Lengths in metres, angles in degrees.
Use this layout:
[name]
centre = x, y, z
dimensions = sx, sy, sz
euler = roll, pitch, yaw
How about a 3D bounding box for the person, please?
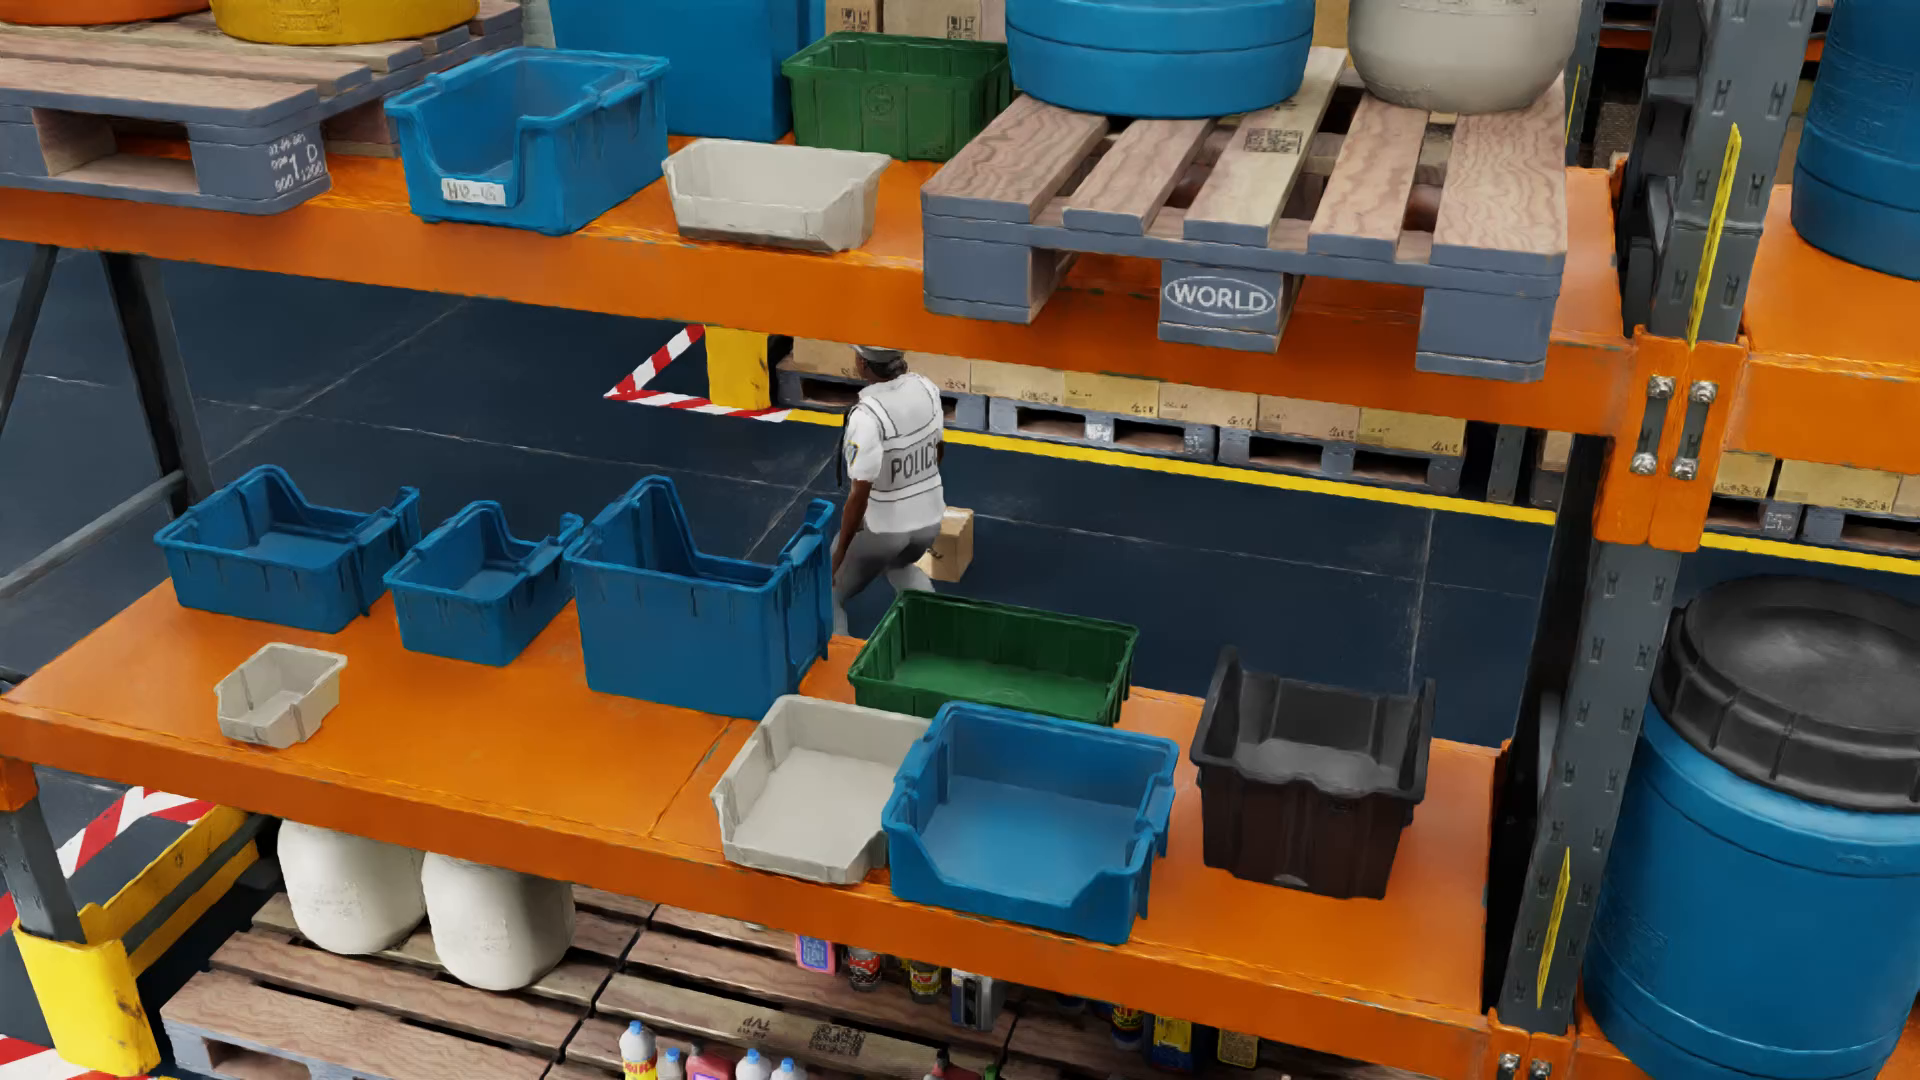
[person]
centre = -0.329, -0.065, 6.322
dimensions = 0.692, 1.601, 0.486
euler = -23, 37, -35
